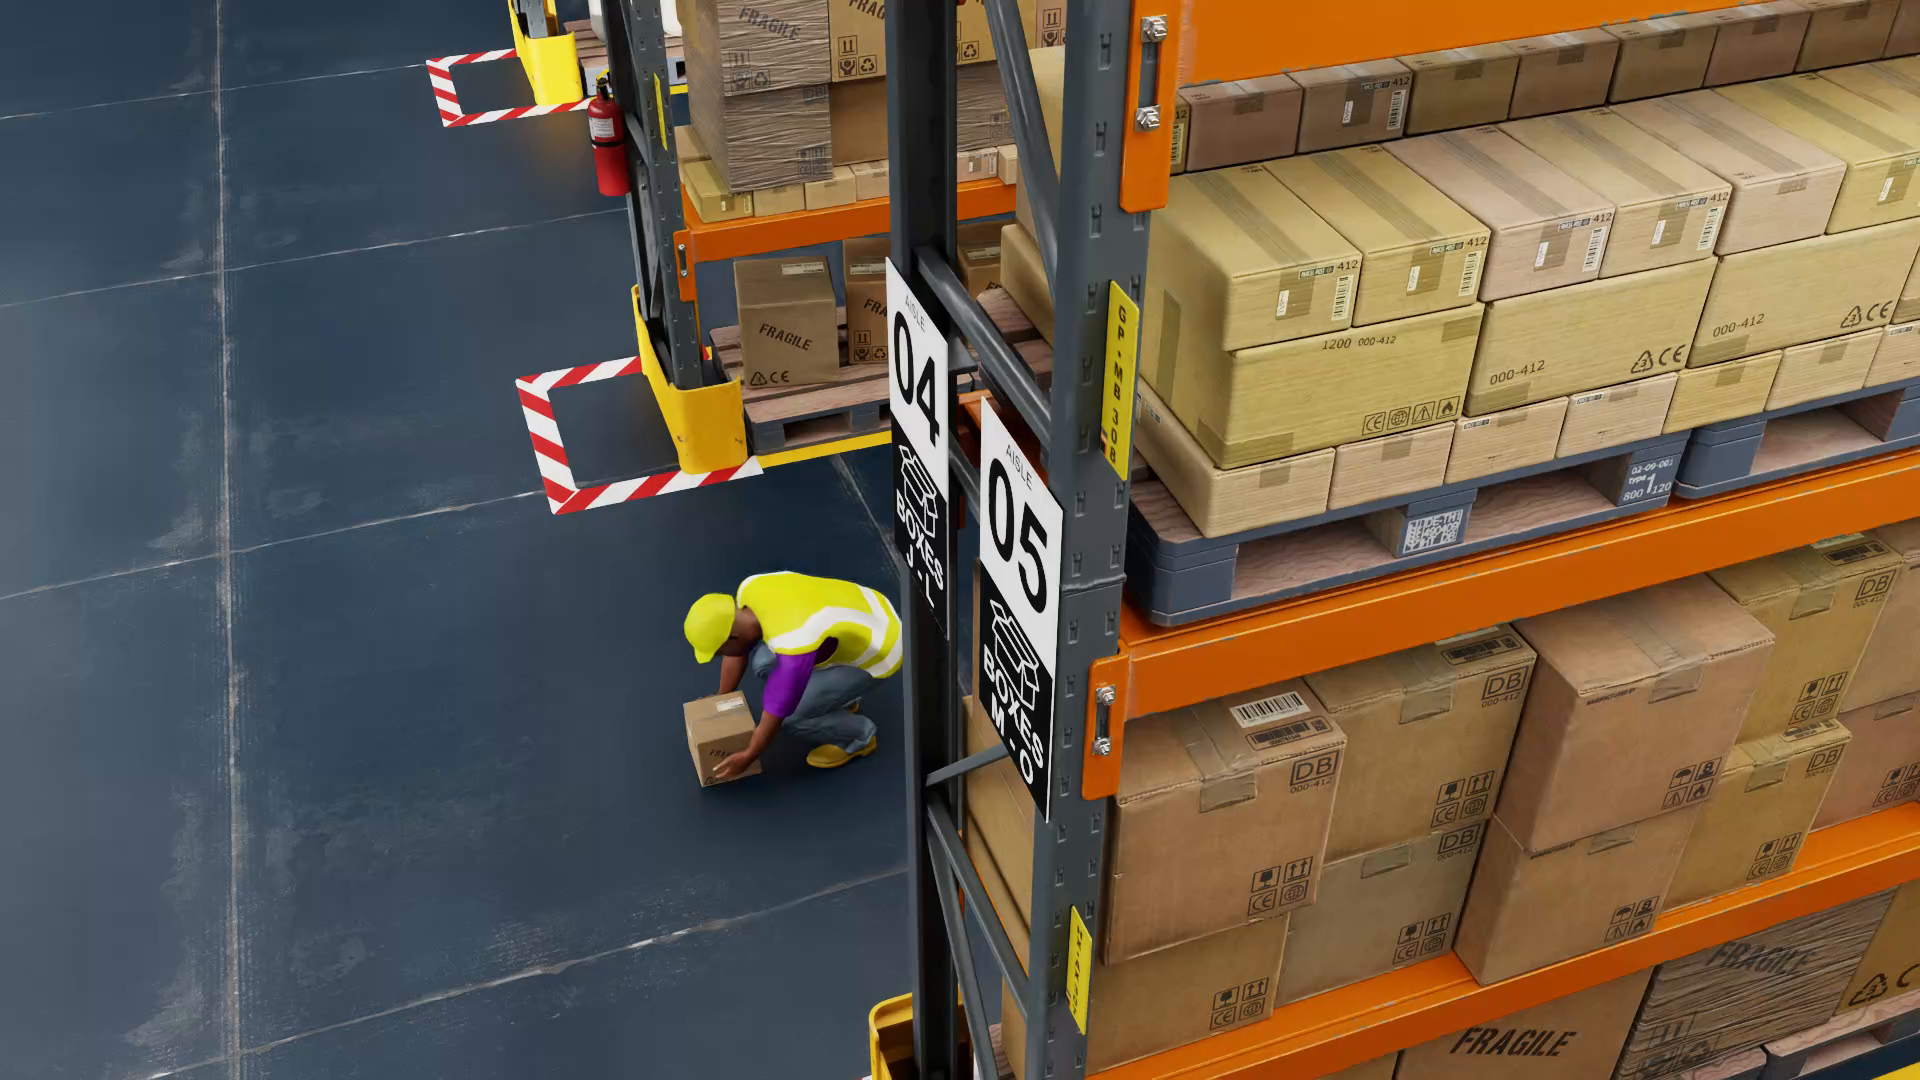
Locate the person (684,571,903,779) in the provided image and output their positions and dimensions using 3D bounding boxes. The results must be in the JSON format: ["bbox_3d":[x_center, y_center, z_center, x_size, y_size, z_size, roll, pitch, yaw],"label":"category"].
[{"bbox_3d":[-0.637,0.502,6.673,0.897,0.926,0.569,-13,39,-16],"label":"person"}]
